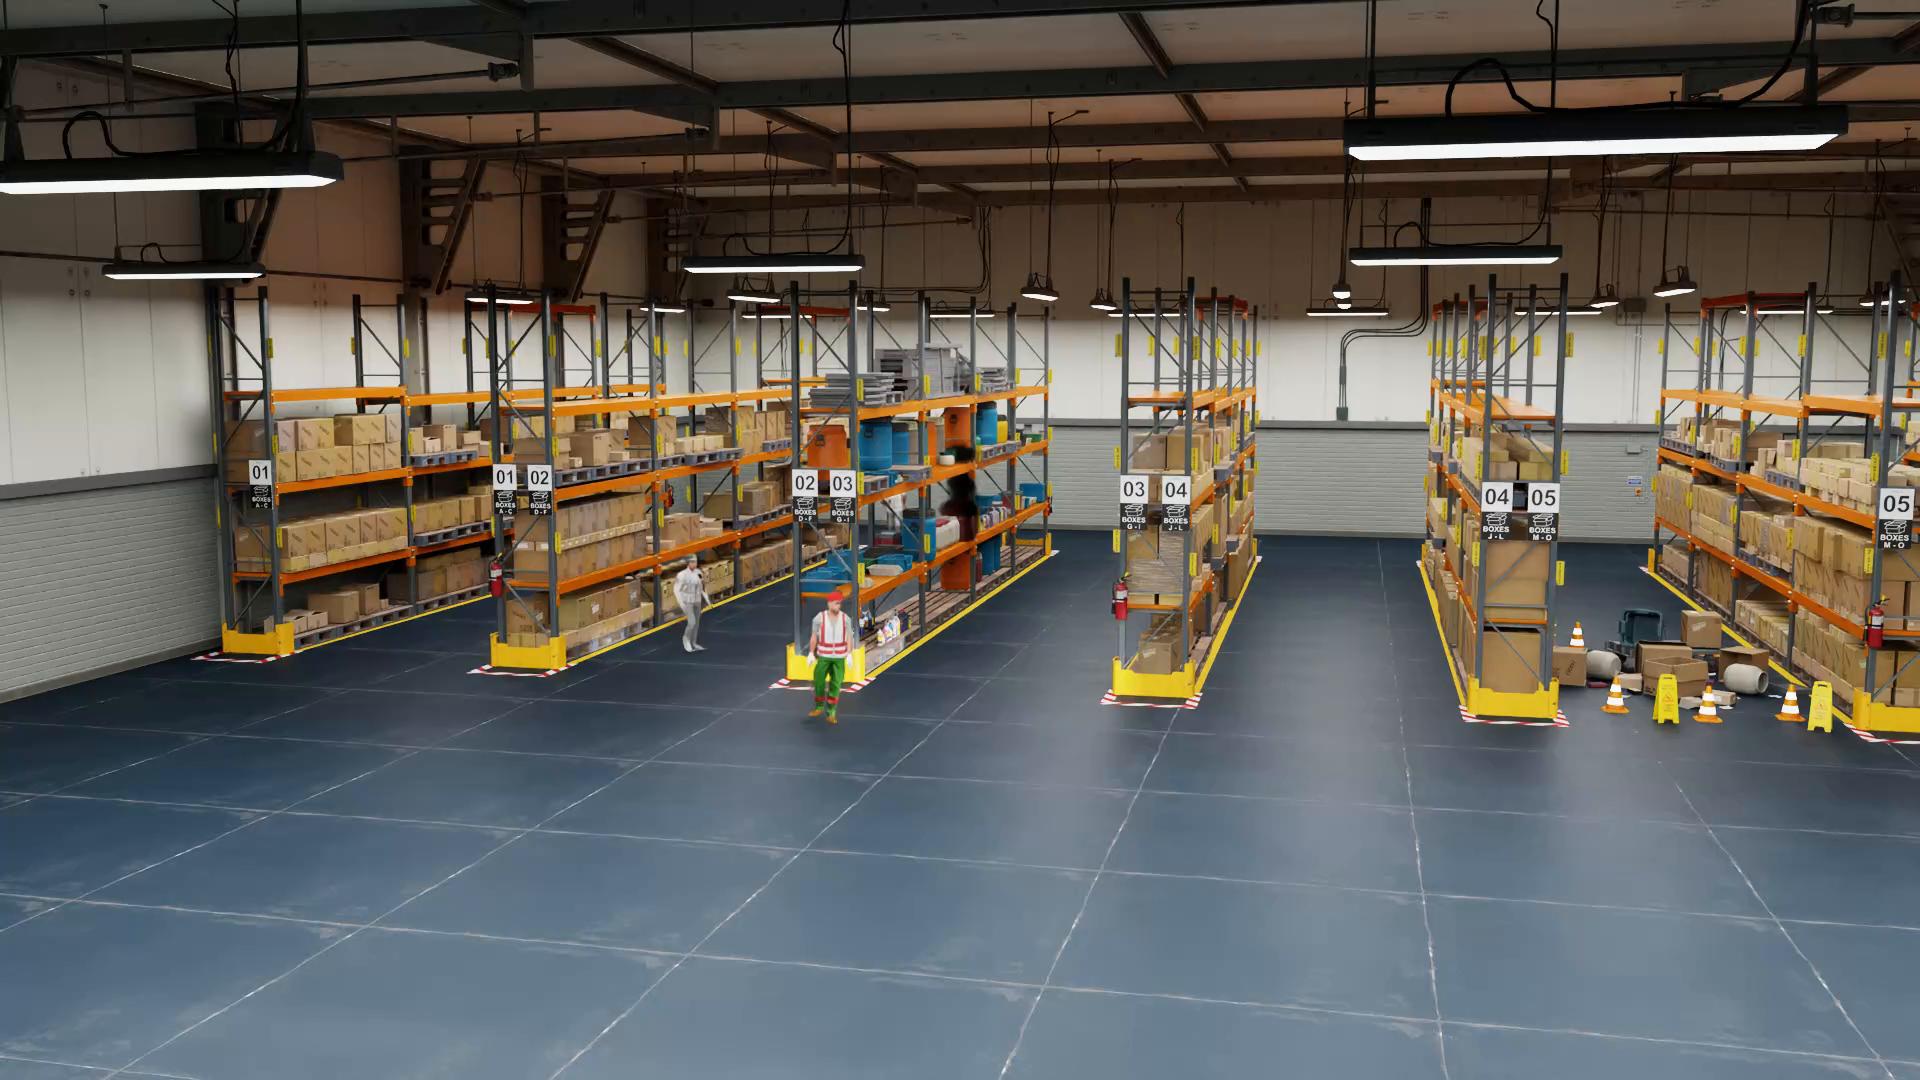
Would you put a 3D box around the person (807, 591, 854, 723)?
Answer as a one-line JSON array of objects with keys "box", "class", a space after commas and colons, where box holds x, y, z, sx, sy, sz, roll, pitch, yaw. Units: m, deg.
[{"box": [-1.742, 1.559, 22.239, 0.610, 1.780, 0.440, -2, 7, -15], "class": "person"}]

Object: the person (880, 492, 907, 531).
[{"box": [-1.677, -0.688, 41.926, 0.670, 1.824, 0.852, 0, 7, -3], "class": "person"}]

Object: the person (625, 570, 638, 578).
[{"box": [-6.951, 0.244, 34.808, 0.617, 1.530, 0.860, 0, 7, -1], "class": "person"}]

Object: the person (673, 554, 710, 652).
[{"box": [-4.394, 1.032, 27.216, 0.568, 1.653, 0.540, 6, 9, 43], "class": "person"}]
